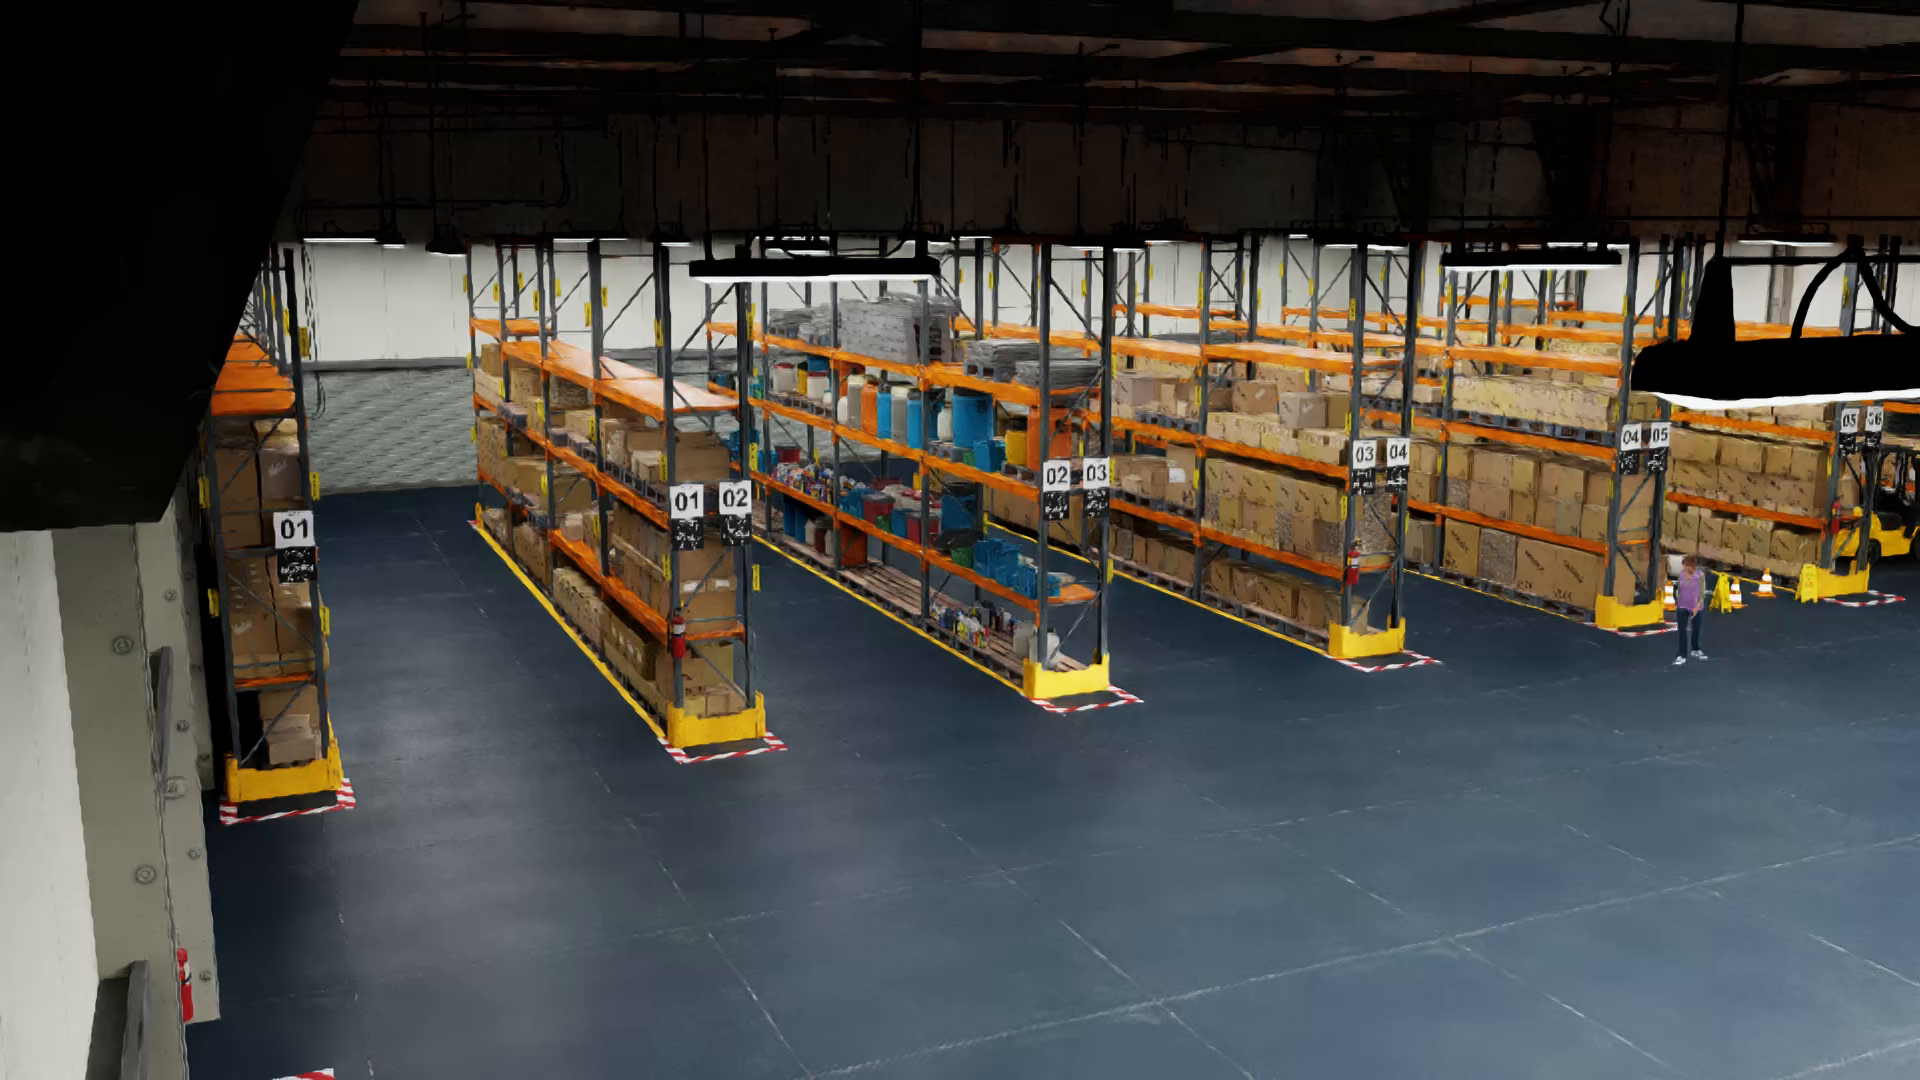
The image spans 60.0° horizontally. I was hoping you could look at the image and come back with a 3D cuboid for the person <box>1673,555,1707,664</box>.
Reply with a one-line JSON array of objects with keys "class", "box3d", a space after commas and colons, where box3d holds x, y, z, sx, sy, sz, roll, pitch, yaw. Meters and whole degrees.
[{"class": "person", "box3d": [10.525, 0.979, 23.931, 0.444, 1.586, 0.636, 9, 14, 40]}]
